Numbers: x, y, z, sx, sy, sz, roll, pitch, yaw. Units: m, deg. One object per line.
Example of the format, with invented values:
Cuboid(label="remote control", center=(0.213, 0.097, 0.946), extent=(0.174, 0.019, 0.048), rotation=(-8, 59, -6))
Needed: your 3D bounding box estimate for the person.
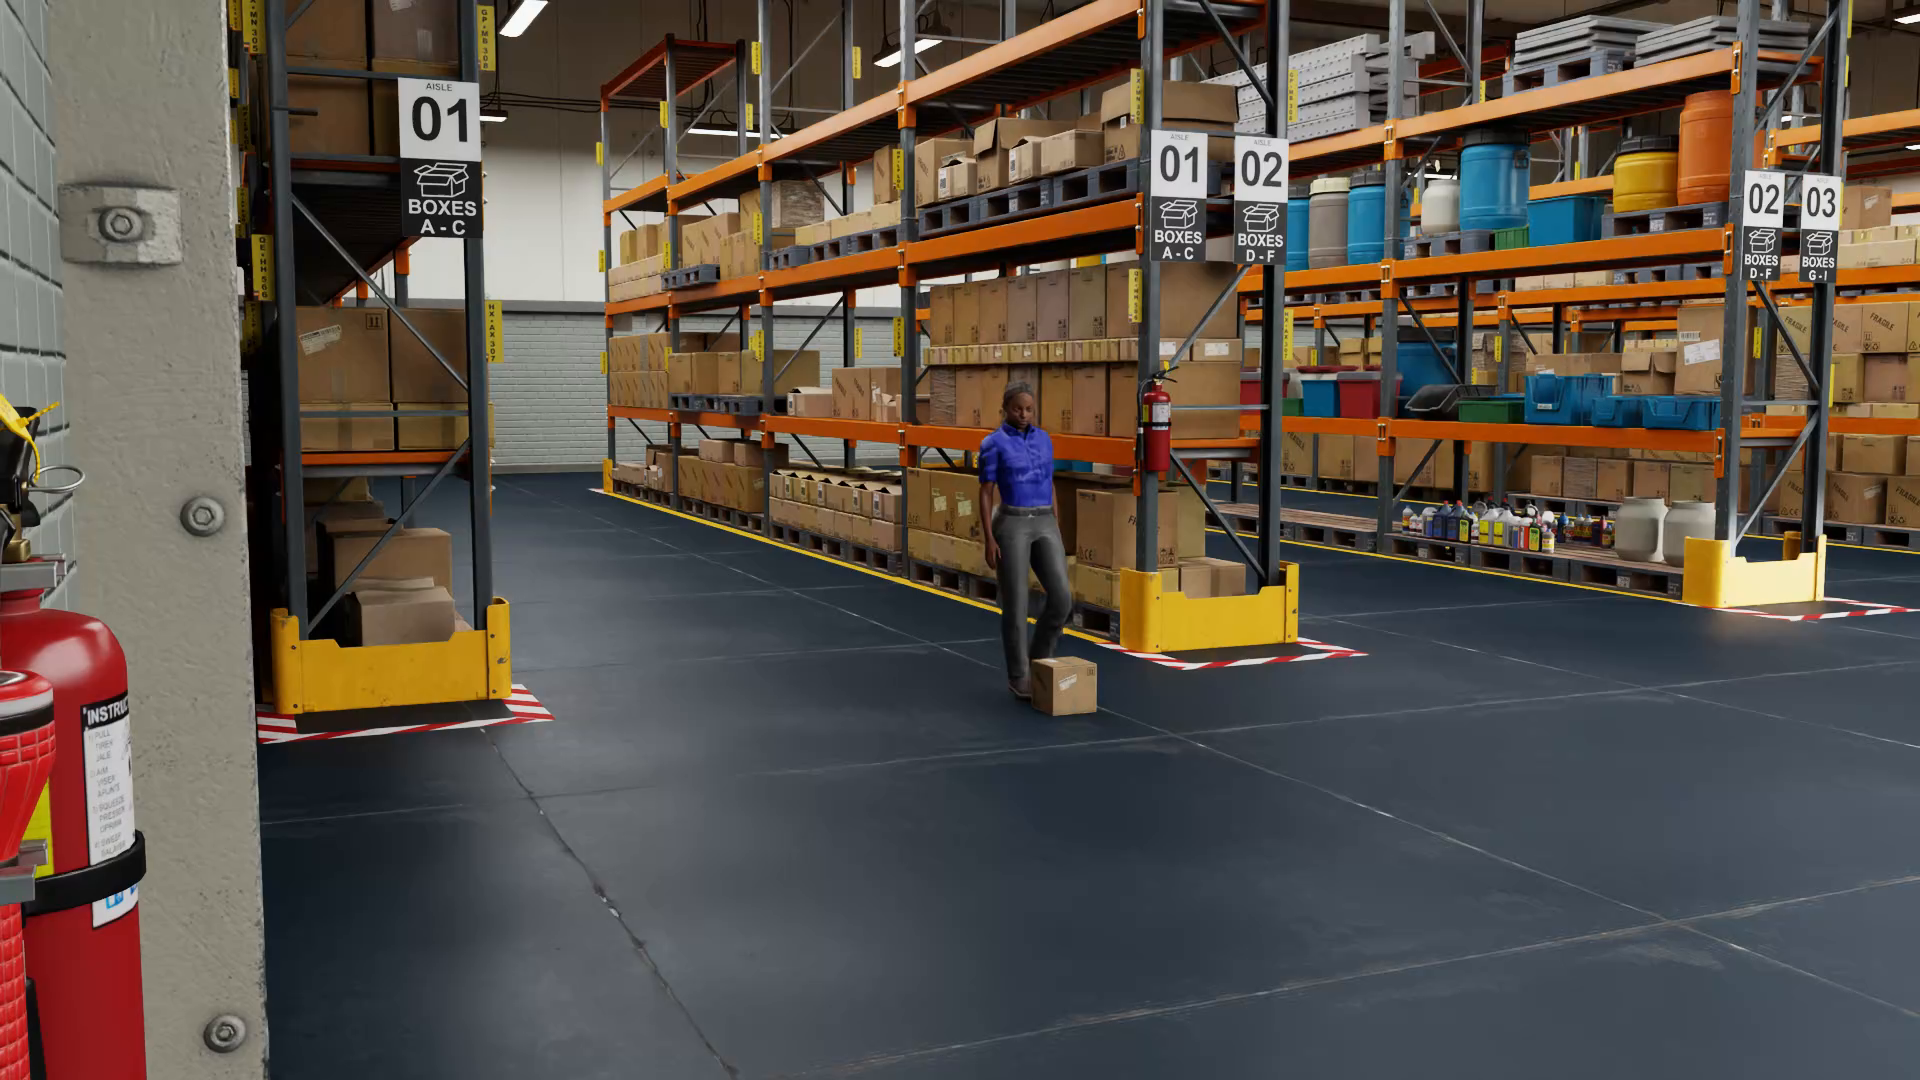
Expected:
Cuboid(label="person", center=(0.368, 0.000, 8.824), extent=(0.485, 1.689, 0.455), rotation=(-3, 6, -27))
